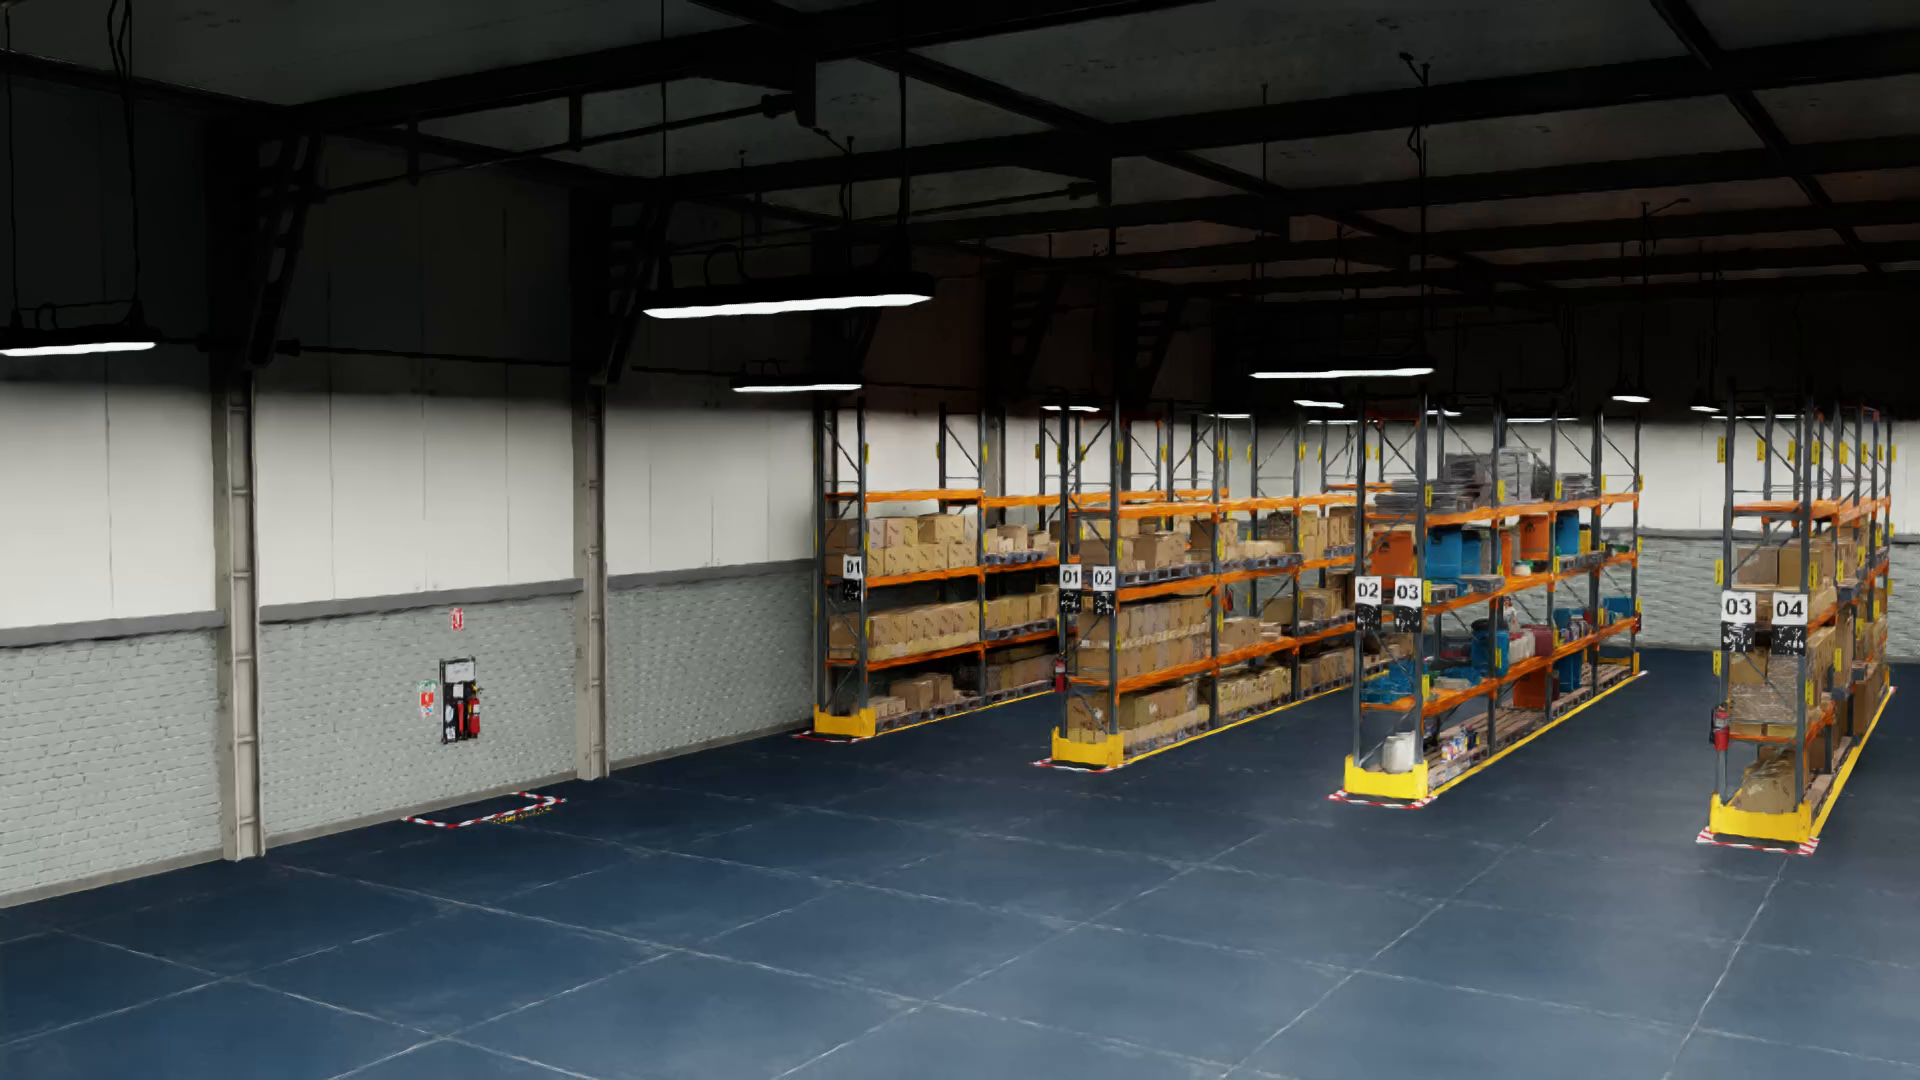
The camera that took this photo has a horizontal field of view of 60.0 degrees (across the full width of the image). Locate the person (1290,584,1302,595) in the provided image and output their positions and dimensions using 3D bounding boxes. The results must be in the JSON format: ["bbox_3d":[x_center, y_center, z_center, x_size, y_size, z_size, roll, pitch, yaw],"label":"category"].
[{"bbox_3d":[8.668,1.942,42.469,0.682,1.676,0.529,2,3,30],"label":"person"}]

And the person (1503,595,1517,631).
[{"bbox_3d":[13.033,2.111,39.619,0.445,1.591,1.062,2,3,30],"label":"person"}]
